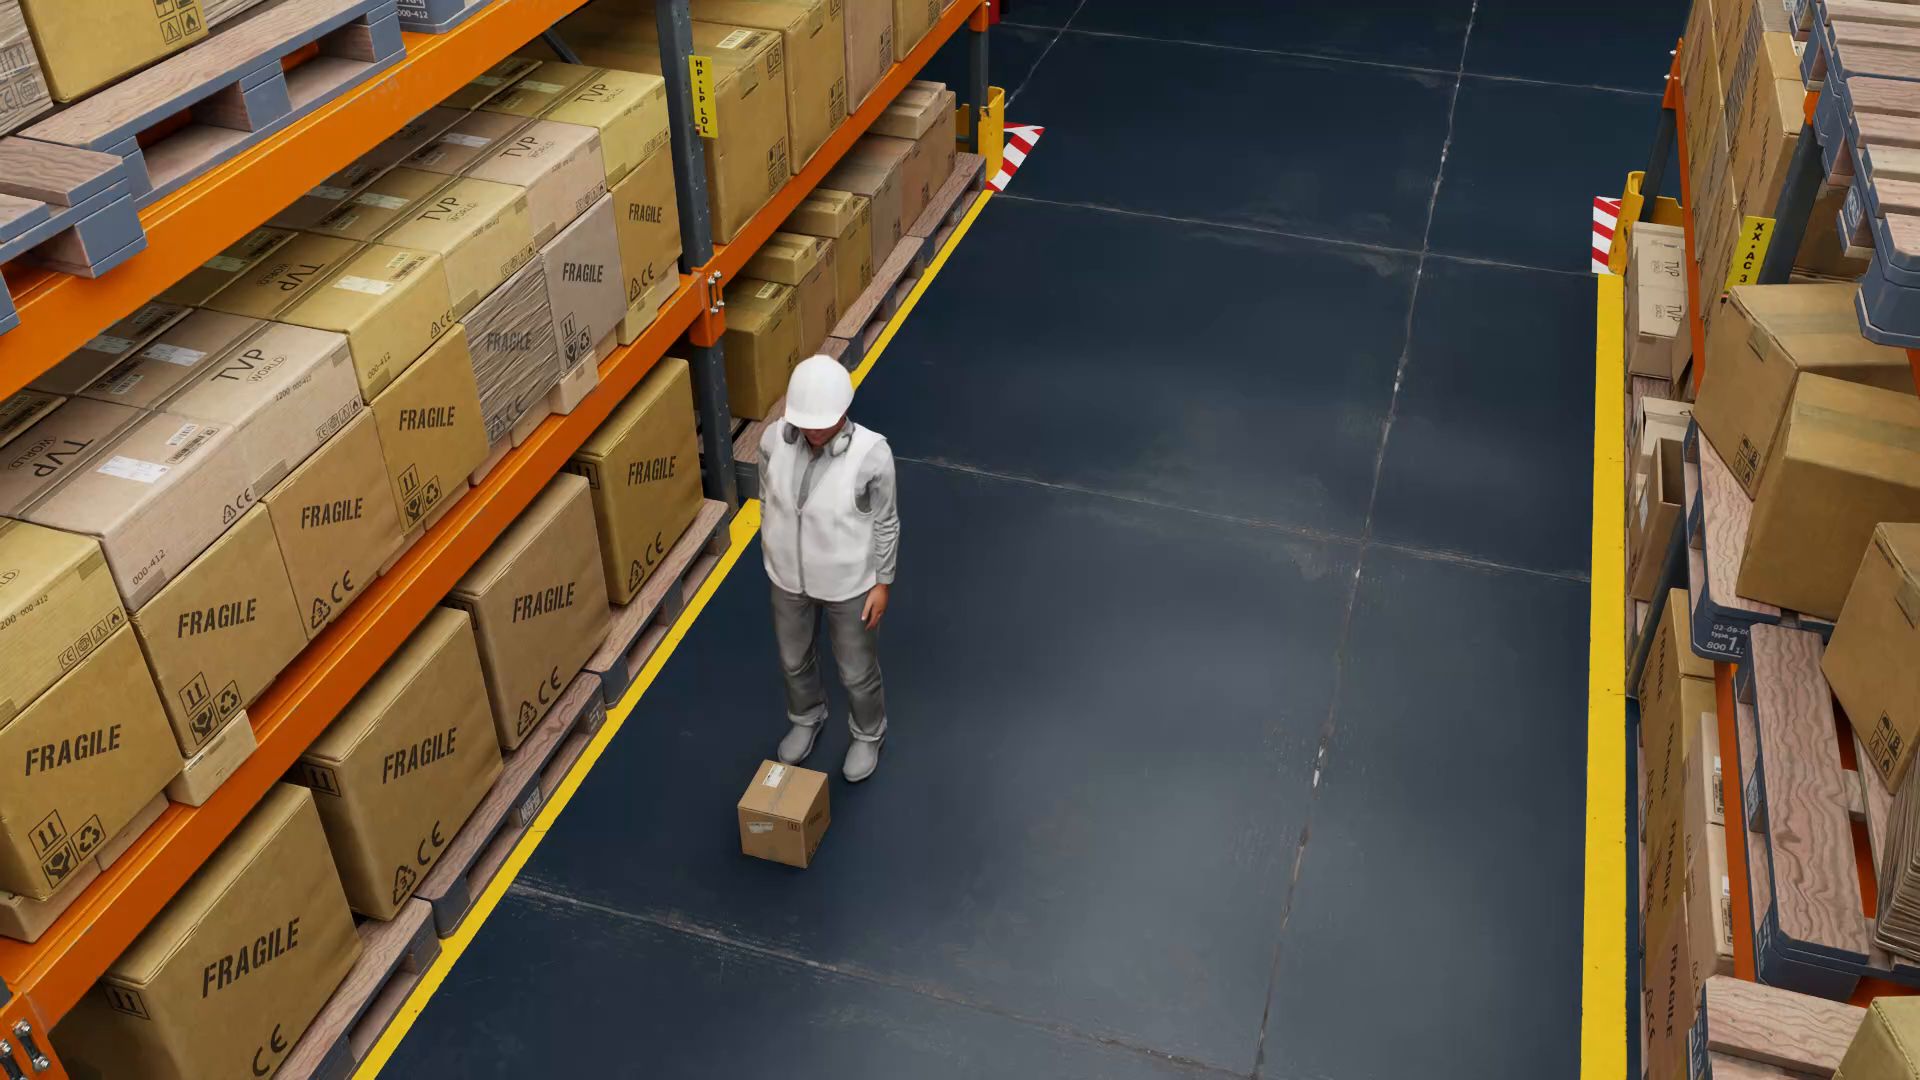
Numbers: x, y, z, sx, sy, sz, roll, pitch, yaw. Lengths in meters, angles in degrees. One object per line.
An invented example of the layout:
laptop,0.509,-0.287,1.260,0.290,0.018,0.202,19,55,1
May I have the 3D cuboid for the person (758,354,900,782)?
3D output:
person,-0.469,0.116,5.982,0.533,1.764,0.358,12,39,16
